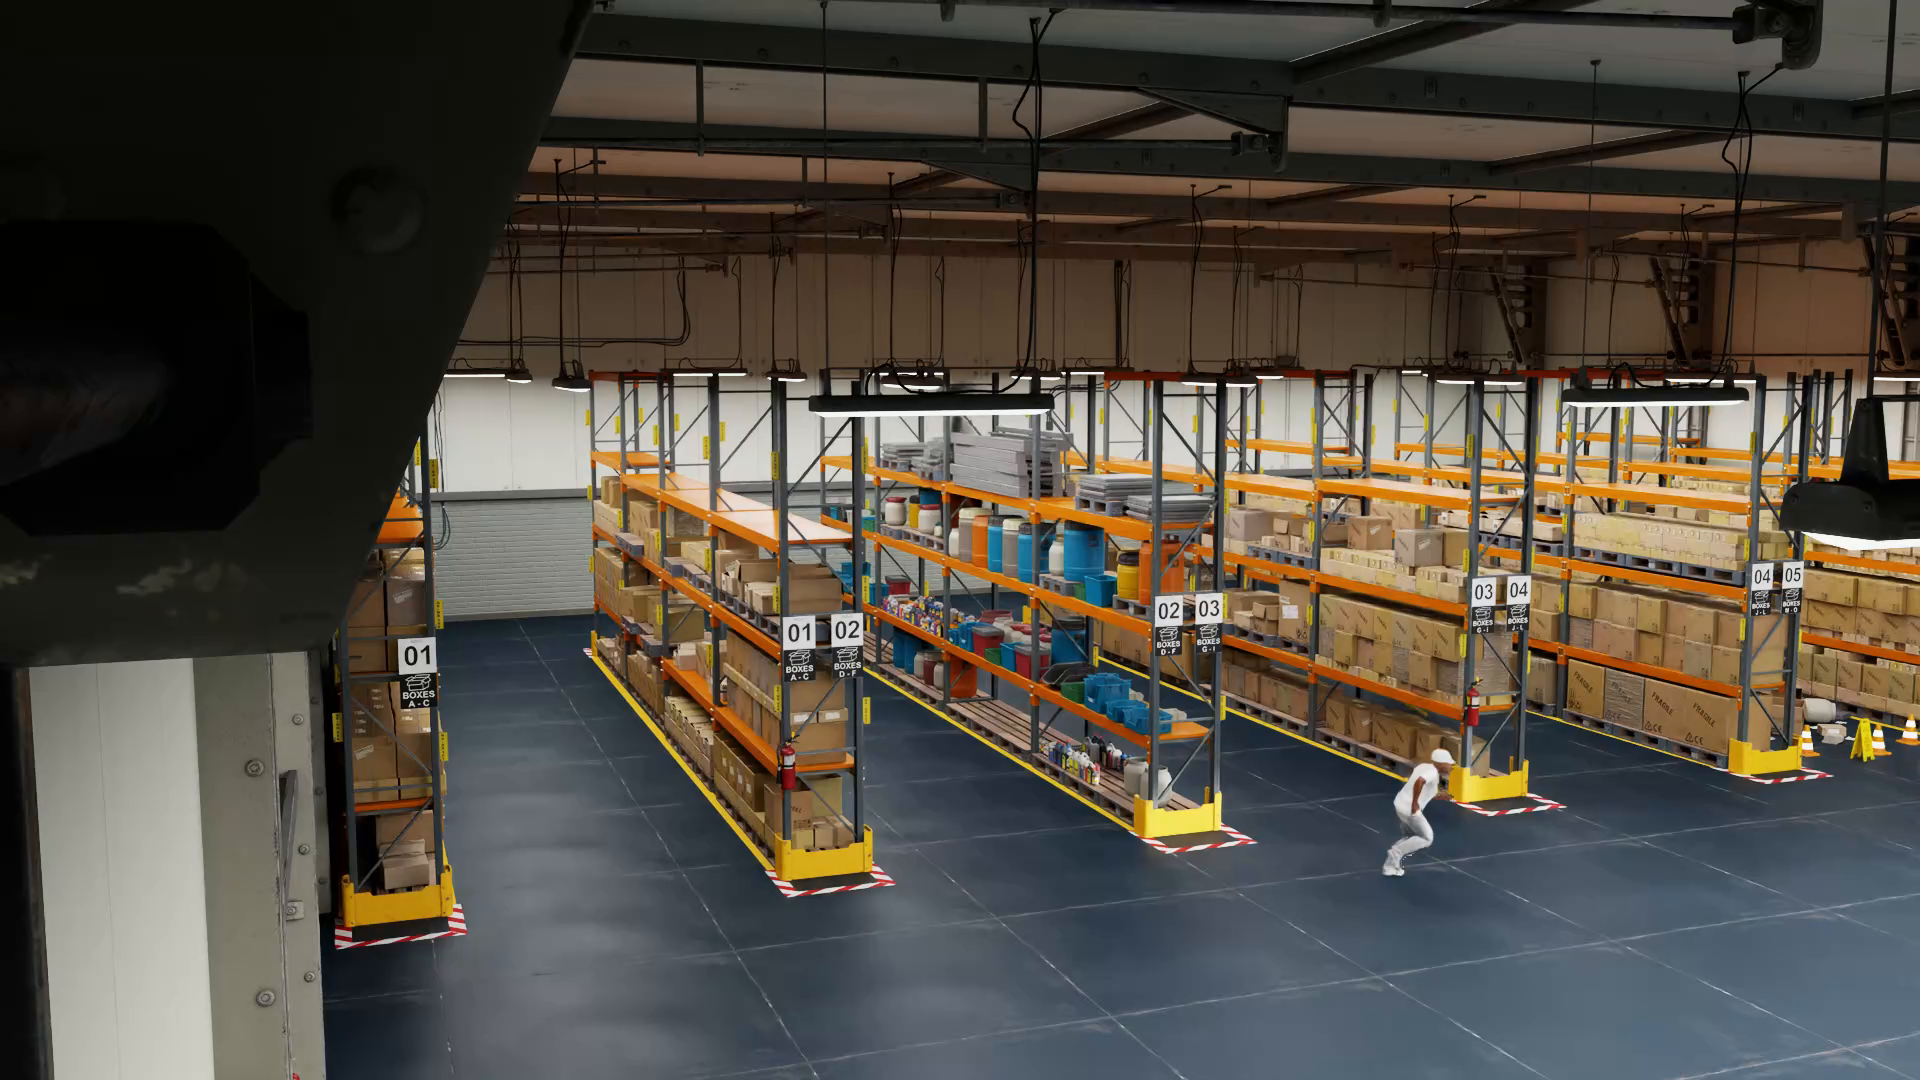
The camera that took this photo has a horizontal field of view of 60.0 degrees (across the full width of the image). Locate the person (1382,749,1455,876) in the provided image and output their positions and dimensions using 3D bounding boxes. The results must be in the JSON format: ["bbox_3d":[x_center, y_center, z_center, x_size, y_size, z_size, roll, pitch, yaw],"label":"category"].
[{"bbox_3d":[5.550,3.310,20.089,0.840,1.579,0.735,0,6,2],"label":"person"}]

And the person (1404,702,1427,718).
[{"bbox_3d":[8.126,2.221,29.178,0.684,1.729,0.925,-3,7,-27],"label":"person"}]

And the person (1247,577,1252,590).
[{"bbox_3d":[7.203,0.836,41.564,0.574,1.724,0.648,-4,7,-31],"label":"person"}]
